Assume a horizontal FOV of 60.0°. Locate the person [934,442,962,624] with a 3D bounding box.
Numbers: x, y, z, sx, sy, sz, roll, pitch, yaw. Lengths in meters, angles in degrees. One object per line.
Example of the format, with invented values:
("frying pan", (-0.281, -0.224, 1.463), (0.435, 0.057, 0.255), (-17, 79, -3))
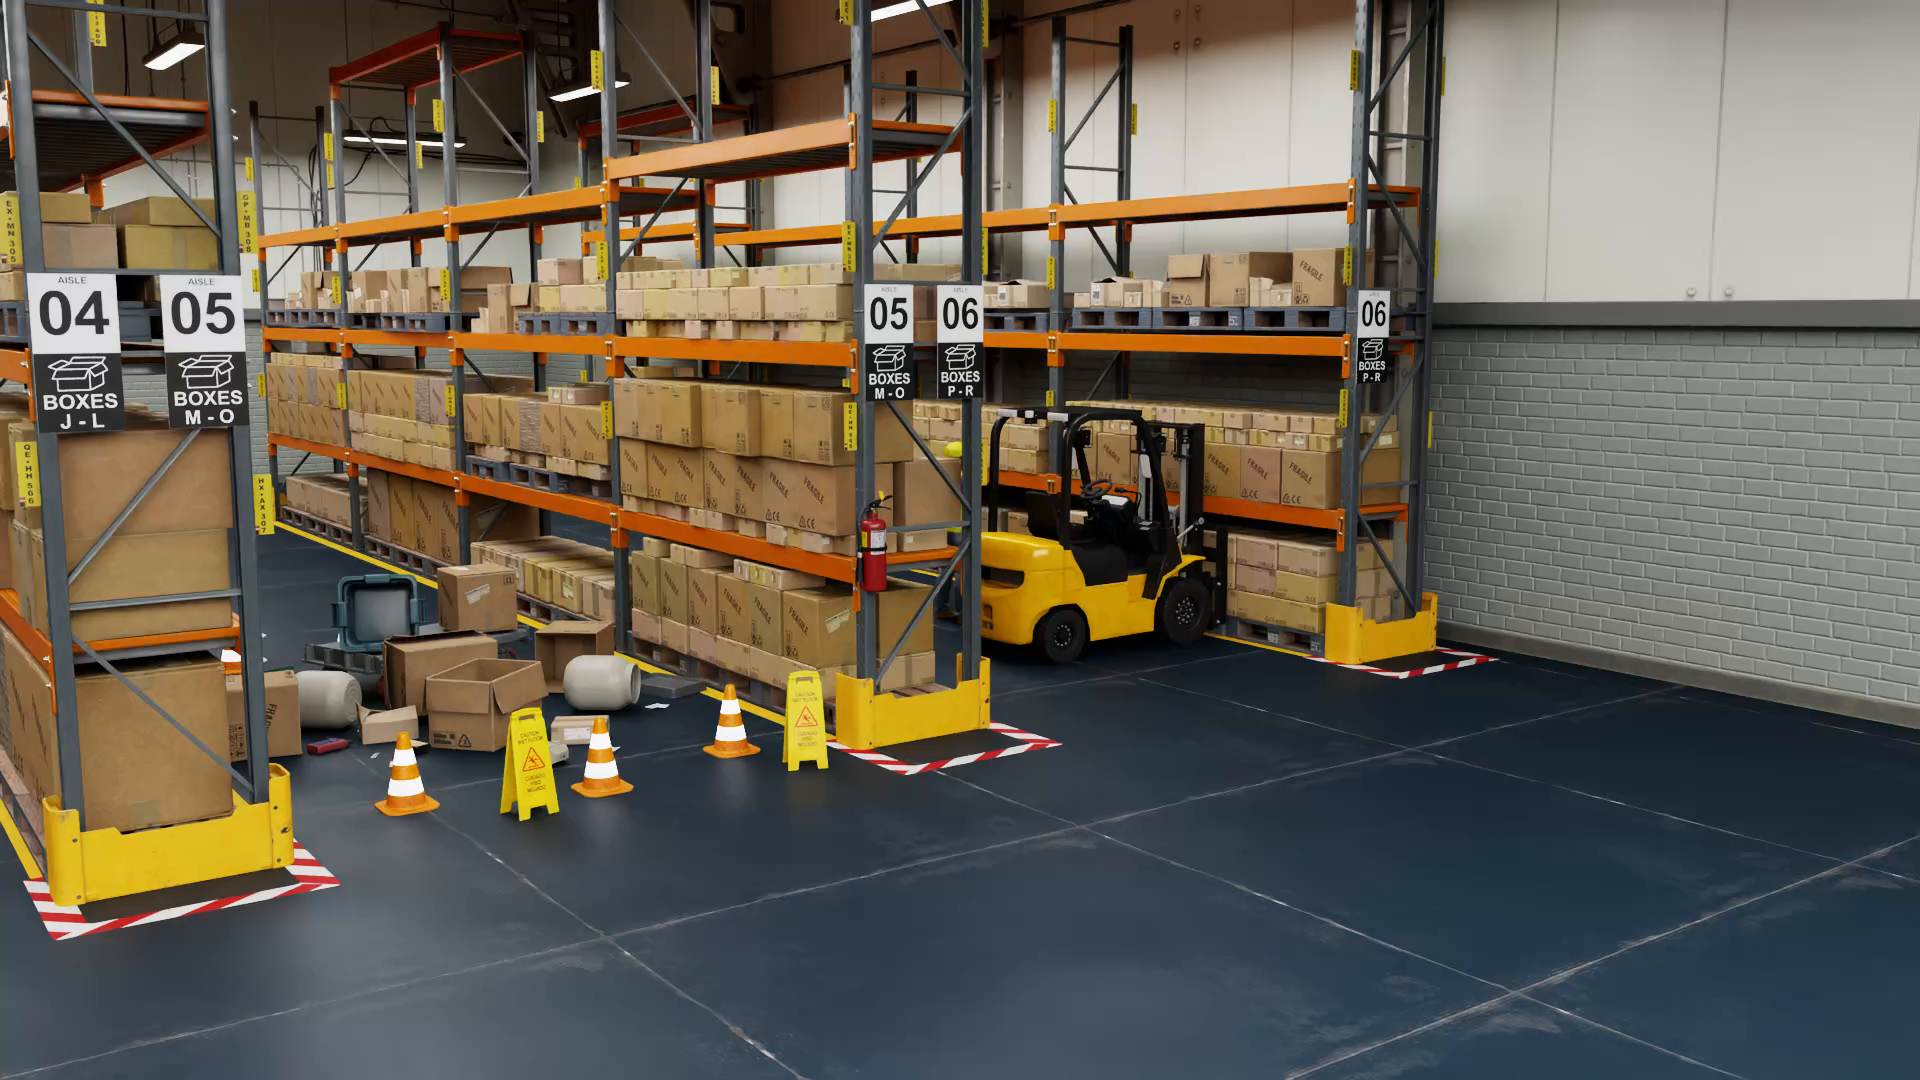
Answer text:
("person", (-0.007, -0.080, 16.268), (0.379, 1.766, 0.576), (-6, 10, -36))
